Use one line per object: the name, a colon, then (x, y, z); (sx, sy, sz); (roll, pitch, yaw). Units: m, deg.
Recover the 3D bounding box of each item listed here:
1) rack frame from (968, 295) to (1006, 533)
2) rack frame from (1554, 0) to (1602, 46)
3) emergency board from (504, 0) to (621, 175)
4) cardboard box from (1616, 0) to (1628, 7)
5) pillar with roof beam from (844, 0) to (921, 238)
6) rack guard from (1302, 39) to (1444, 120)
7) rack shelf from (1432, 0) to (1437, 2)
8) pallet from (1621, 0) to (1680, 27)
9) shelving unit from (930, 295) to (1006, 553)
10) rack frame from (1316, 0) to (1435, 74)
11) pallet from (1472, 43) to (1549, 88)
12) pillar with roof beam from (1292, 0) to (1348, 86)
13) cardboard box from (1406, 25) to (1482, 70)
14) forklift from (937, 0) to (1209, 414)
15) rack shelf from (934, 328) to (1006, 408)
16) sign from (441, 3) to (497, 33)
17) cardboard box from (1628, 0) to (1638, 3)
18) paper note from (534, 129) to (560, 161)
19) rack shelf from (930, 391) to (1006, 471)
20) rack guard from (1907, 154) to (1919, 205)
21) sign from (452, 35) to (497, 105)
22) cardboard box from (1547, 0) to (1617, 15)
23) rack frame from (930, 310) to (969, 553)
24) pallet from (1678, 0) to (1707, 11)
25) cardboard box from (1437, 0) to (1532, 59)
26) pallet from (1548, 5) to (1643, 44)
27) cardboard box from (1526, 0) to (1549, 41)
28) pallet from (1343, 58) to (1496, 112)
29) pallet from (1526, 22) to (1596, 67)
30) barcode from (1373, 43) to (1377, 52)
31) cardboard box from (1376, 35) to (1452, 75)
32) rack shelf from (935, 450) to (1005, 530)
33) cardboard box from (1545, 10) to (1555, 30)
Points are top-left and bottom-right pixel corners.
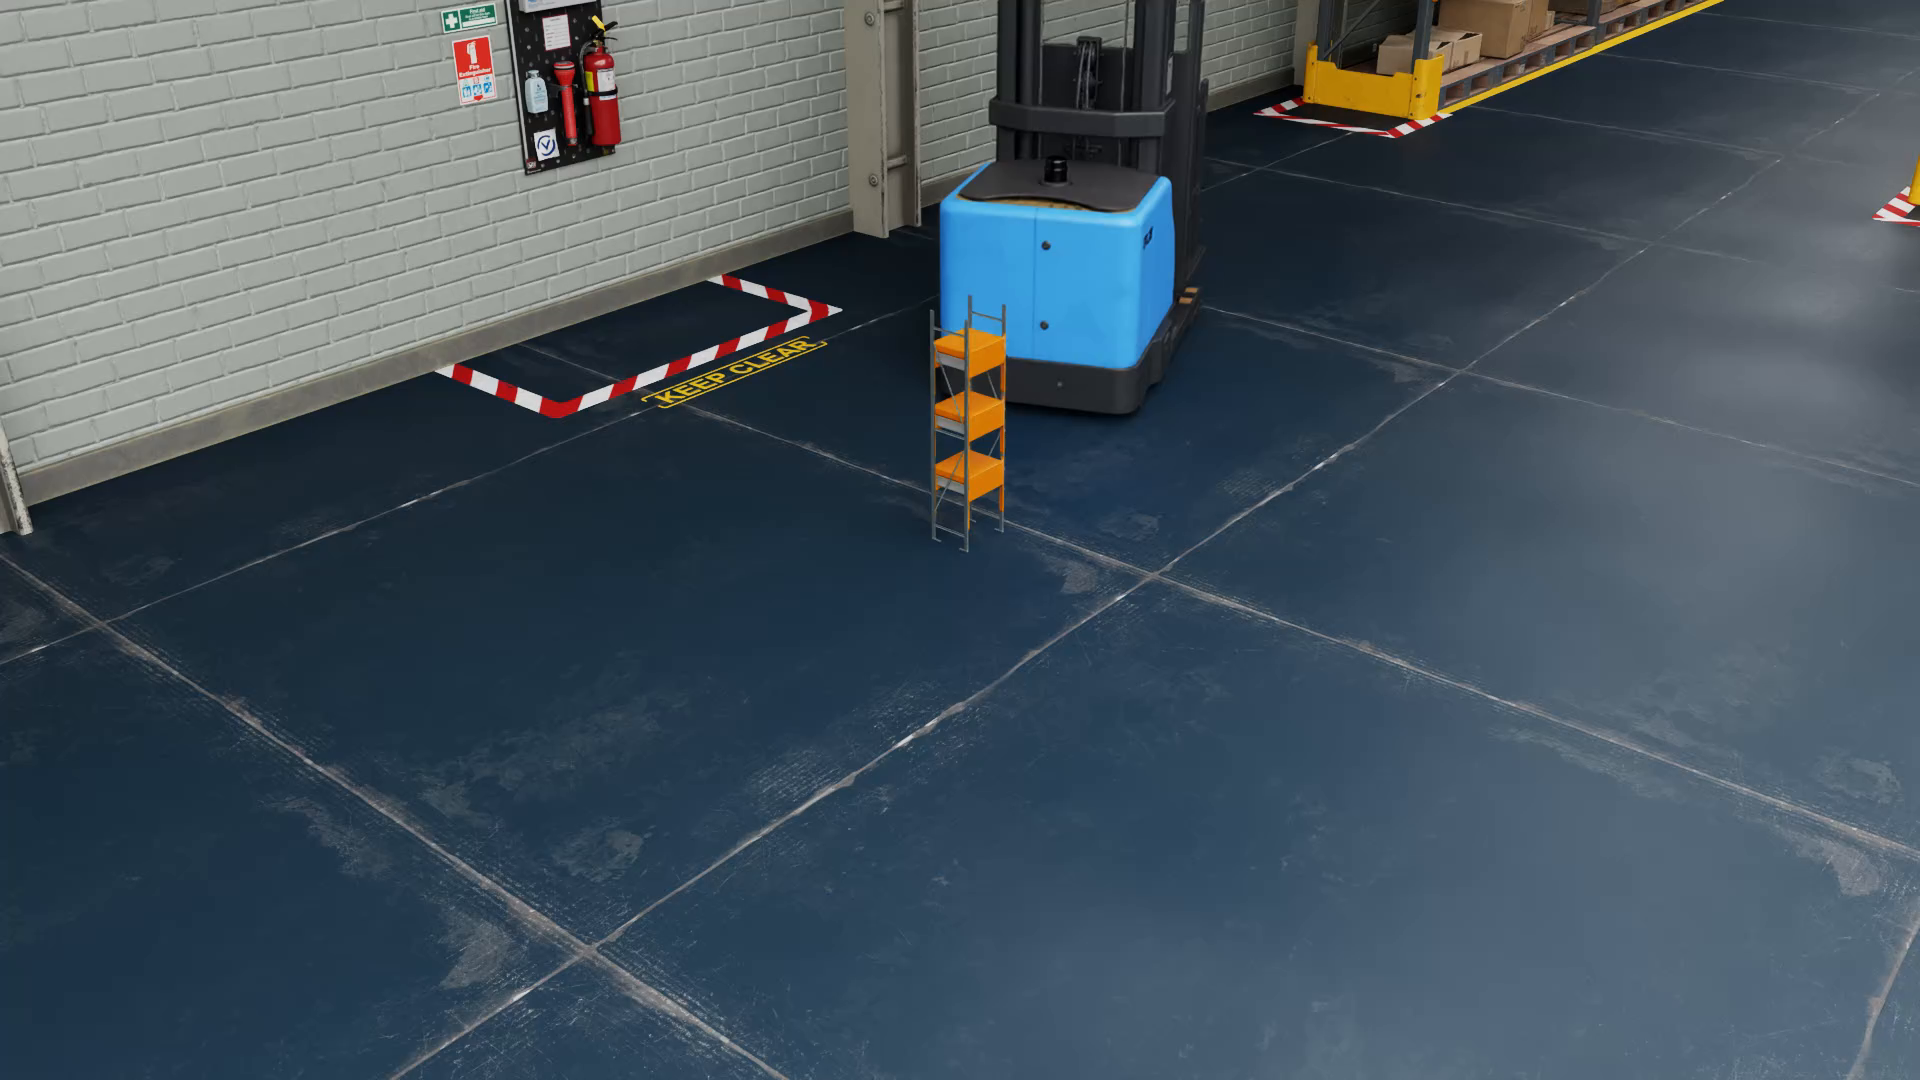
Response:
rack frame: (0.112, -0.529, 7.129); (0.200, 1.050, 0.008); (21, 34, 34)
rack frame: (6.077, -6.518, 16.584); (1.000, 3.000, 0.127); (21, 34, 34)
emergency board: (-2.107, -2.608, 9.027); (0.194, 1.169, 0.643); (21, 34, 34)
cardboard box: (6.823, -6.067, 17.954); (0.700, 0.500, 0.500); (20, 33, 33)
pillar with roof beam: (2.816, -4.880, 6.889); (9.100, 9.000, 0.400); (21, 34, 34)
rack guard: (3.581, -4.016, 14.469); (1.175, 0.500, 0.348); (21, 34, 34)
rack shelf: (4.805, -5.489, 15.379); (1.077, 0.370, 4.000); (21, 34, 34)
pallet: (7.347, -5.990, 18.599); (1.003, 0.211, 1.213); (21, 34, 34)
shelving unit: (0.034, -0.485, 7.045); (0.215, 1.050, 0.252); (21, 34, 34)
rack frame: (3.533, -5.100, 13.843); (1.000, 3.000, 0.127); (21, 34, 34)
pallet: (4.902, -4.596, 15.905); (1.003, 0.211, 1.213); (21, 34, 34)
pillar with roof beam: (6.633, -7.007, 11.001); (9.100, 9.000, 0.400); (21, 34, 34)
cardboard box: (4.405, -4.522, 15.174); (0.500, 0.311, 0.500); (24, 36, 38)
forklift: (0.805, -2.589, 9.064); (1.130, 2.935, 3.031); (8, 28, 15)
rack shelf: (0.034, -0.728, 6.920); (0.215, 0.259, 0.240); (21, 34, 34)
sign: (-2.528, -2.693, 8.575); (0.001, 0.109, 0.331); (21, 34, 34)
cardboard box: (7.178, -6.236, 18.281); (0.700, 0.500, 0.500); (21, 34, 35)
paper note: (-2.273, -2.174, 9.147); (0.016, 0.148, 0.142); (21, 34, 34)
rack shelf: (0.034, -0.476, 7.050); (0.215, 0.259, 0.240); (21, 34, 34)
rack guard: (7.343, -2.534, 11.605); (1.175, 0.500, 0.348); (21, 34, 34)
sign: (-2.538, -2.458, 8.698); (0.001, 0.329, 0.234); (21, 34, 34)
cardboard box: (6.533, -5.869, 17.572); (0.700, 0.500, 0.500); (22, 35, 36)
rack frame: (-0.044, -0.442, 6.962); (0.200, 1.050, 0.008); (21, 34, 34)
pallet: (8.123, -6.421, 19.432); (1.003, 0.211, 1.213); (21, 34, 34)
cardboard box: (4.910, -4.851, 15.605); (0.700, 0.500, 0.500); (18, 33, 31)
pallet: (6.571, -5.556, 17.760); (1.003, 0.211, 1.213); (21, 34, 34)
cardboard box: (5.448, -5.223, 16.324); (0.500, 0.500, 0.500); (18, 32, 31)
pallet: (4.125, -4.166, 15.073); (1.003, 0.211, 1.213); (21, 34, 34)
pallet: (5.677, -5.031, 16.745); (1.003, 0.211, 1.213); (21, 34, 34)
barcode: (3.746, -4.447, 15.019); (0.001, 0.075, 0.075); (21, 34, 34)
cardboard box: (4.043, -4.320, 14.783); (0.500, 0.311, 0.500); (17, 32, 29)
rack shelf: (0.034, -0.229, 7.178); (0.215, 0.259, 0.240); (21, 34, 34)
cardboard box: (5.760, -5.256, 16.751); (0.380, 0.166, 0.250); (16, 31, 28)
